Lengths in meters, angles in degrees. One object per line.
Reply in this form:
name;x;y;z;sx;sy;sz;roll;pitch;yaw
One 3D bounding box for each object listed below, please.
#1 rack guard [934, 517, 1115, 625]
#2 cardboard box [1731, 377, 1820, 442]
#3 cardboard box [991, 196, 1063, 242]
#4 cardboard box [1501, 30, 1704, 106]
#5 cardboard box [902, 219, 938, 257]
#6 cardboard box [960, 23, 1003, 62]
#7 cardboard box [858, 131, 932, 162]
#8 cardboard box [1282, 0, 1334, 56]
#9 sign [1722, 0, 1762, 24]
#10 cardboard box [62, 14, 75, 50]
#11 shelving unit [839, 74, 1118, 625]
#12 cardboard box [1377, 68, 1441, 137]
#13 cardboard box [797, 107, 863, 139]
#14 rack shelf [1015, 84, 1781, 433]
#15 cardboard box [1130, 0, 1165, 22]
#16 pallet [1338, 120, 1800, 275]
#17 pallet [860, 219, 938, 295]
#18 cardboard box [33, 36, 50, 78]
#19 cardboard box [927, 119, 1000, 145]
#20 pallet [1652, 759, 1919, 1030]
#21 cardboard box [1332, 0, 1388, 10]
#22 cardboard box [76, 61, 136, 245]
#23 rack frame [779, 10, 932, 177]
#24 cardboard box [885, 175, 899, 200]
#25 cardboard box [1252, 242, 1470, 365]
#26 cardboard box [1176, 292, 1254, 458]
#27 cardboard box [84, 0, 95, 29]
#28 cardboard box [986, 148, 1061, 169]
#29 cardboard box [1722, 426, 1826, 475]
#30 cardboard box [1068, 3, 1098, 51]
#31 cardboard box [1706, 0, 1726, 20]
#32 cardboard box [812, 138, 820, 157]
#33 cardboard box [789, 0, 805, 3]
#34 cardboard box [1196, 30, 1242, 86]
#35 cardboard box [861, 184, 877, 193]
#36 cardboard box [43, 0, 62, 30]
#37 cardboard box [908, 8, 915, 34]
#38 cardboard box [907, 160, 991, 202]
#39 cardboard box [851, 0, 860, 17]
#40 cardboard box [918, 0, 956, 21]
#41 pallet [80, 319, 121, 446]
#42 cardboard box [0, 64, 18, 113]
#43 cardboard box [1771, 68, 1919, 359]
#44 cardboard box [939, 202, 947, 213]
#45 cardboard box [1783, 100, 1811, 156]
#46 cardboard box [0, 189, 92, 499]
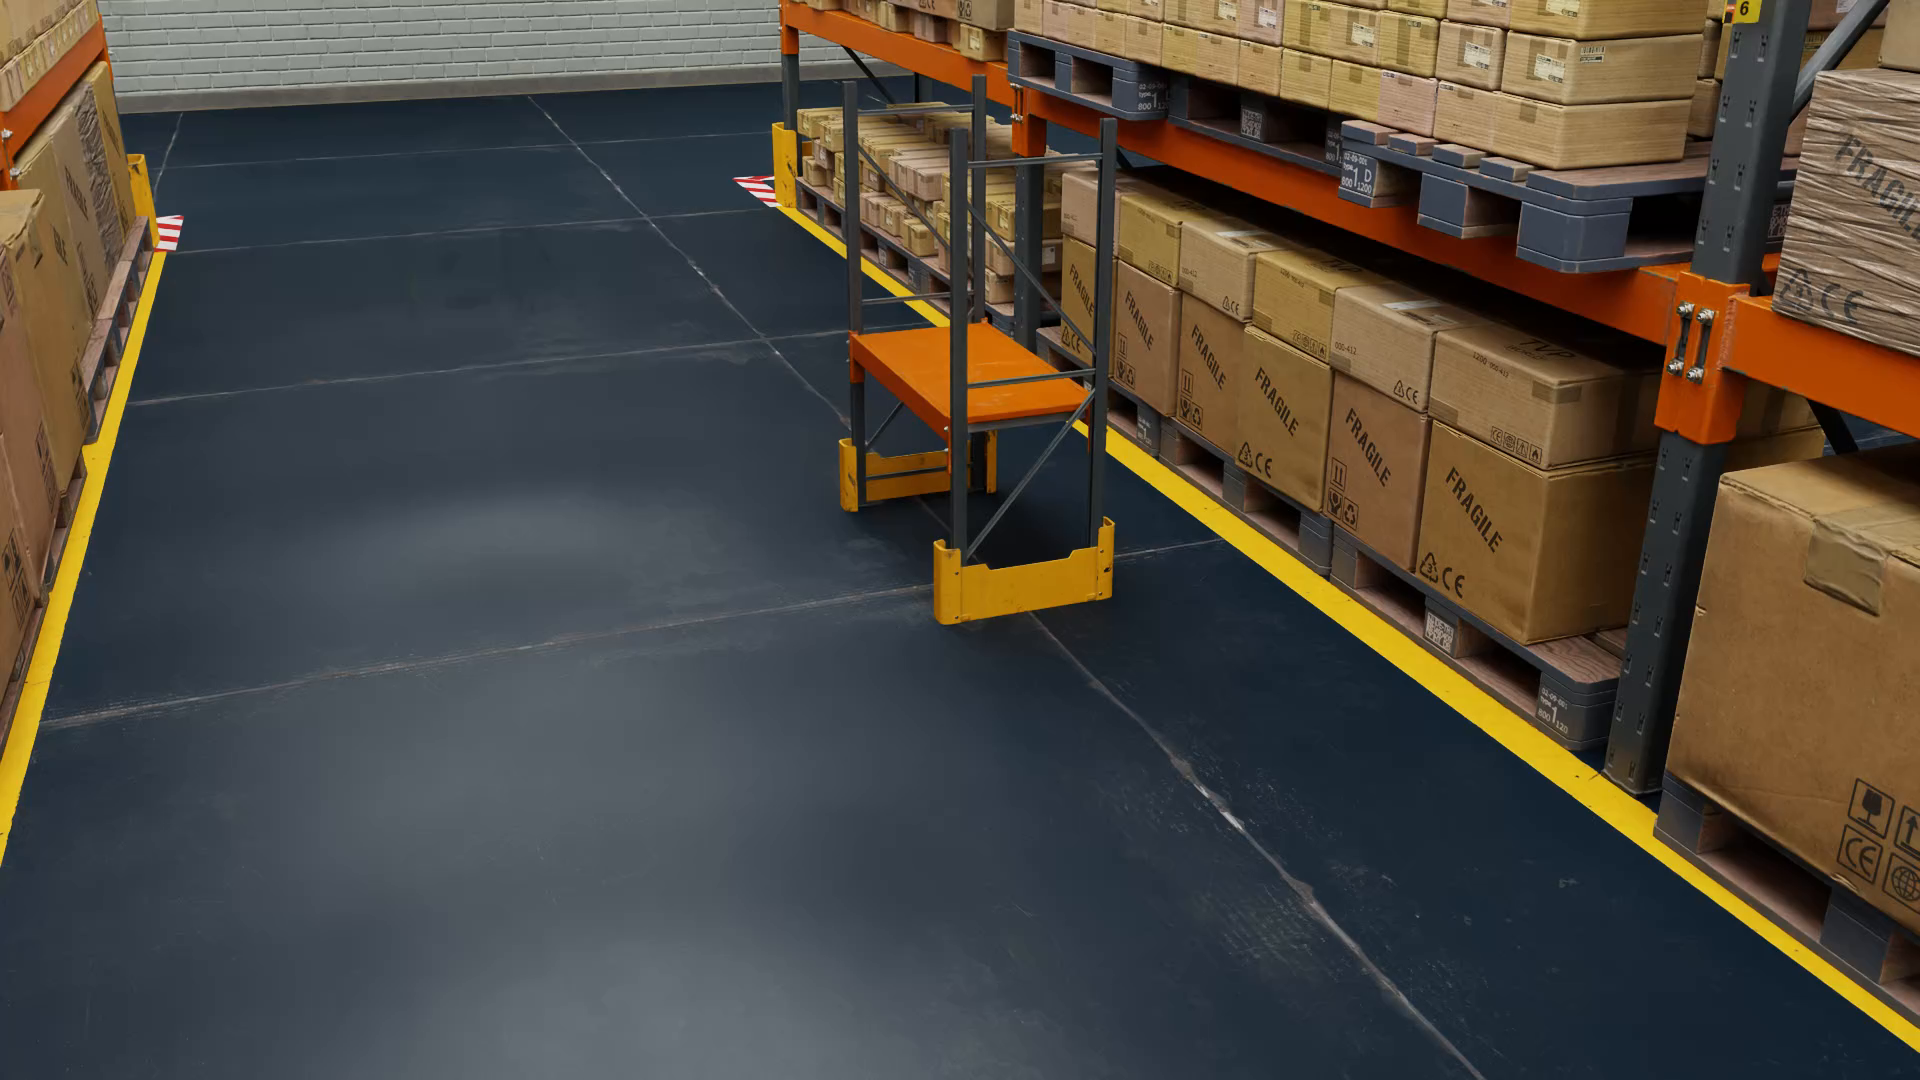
rack guard;0.203;0.093;5.206;0.587;0.250;0.087;-8;24;-19
cardboard box;2.131;-0.490;4.762;0.500;0.250;0.500;-9;25;-21
cardboard box;0.366;-1.519;7.857;0.380;0.149;0.250;-8;24;-17
cardboard box;1.548;-1.150;4.017;0.380;0.149;0.250;-8;24;-18
cardboard box;-0.088;-1.624;8.870;0.380;0.149;0.250;-8;24;-19
cardboard box;0.222;-2.306;7.684;0.380;0.149;0.250;-9;24;-20
cardboard box;-0.377;-2.269;9.635;0.380;0.149;0.250;-7;24;-17
cardboard box;1.183;-1.524;4.904;0.380;0.149;0.250;-9;24;-19
sign;1.644;-1.238;3.436;0.100;0.325;0.005;-8;24;-19
cardboard box;-4.465;-2.416;7.945;0.380;0.149;0.250;-8;24;-19
shelving unit;0.027;-0.663;5.393;0.587;1.500;1.083;-8;24;-19
cardboard box;1.367;-1.196;4.509;0.380;0.149;0.250;-8;24;-18
cardboard box;-0.811;-2.642;10.521;0.380;0.149;0.250;-10;25;-21
rack shelf;1.442;-1.214;5.694;1.077;0.370;4.000;-8;24;-19
cardboard box;0.819;-1.901;5.798;0.380;0.149;0.250;-7;24;-17
pallet;1.797;-0.974;4.447;1.213;0.211;1.003;-8;24;-19
pallet;0.030;-1.670;9.441;1.003;0.211;1.213;-8;24;-19
cardboard box;-4.105;-2.045;7.063;0.380;0.149;0.250;-9;24;-20
cardboard box;0.024;-2.443;10.048;0.380;0.149;0.250;-9;25;-21
pallet;2.356;0.763;3.667;1.003;0.211;1.213;-8;24;-19
cardboard box;1.269;-1.569;4.627;0.380;0.149;0.250;-8;24;-17
cardboard box;-5.053;-2.074;9.005;0.875;0.875;0.875;-8;24;-19
rack frame;-0.678;-3.725;10.727;1.000;3.000;0.127;-8;24;-19
cardboard box;-0.213;-2.048;9.494;0.380;0.149;0.250;-7;24;-16
cardboard box;1.308;-0.787;5.468;0.500;0.250;0.500;-8;24;-18
cardboard box;1.134;-0.628;6.056;0.500;0.500;0.500;-8;24;-18
cardboard box;-4.826;-2.787;8.825;0.380;0.149;0.250;-8;24;-18
cardboard box;0.330;-2.056;9.129;0.380;0.149;0.250;-9;25;-21
cardboard box;2.137;-0.152;4.927;0.500;0.500;0.500;-9;25;-21
cardboard box;0.632;-1.952;6.302;0.380;0.149;0.250;-8;24;-19
cardboard box;2.069;-1.462;4.374;0.380;0.149;0.250;-9;24;-20
cardboard box;-0.733;-2.517;10.606;0.380;0.149;0.250;-7;24;-17
cardboard box;-0.870;-3.447;10.389;0.380;0.149;0.250;-9;24;-19
cardboard box;0.996;-1.578;5.414;0.380;0.149;0.250;-10;25;-21
cardboard box;-0.362;-2.010;9.787;0.380;0.149;0.250;-8;24;-19
cardboard box;-4.388;-2.452;7.515;0.500;0.250;0.500;-8;24;-19
cardboard box;-0.048;-2.703;8.625;0.380;0.149;0.250;-9;24;-20
cardboard box;-0.057;-1.887;8.729;0.380;0.149;0.250;-10;25;-22
cardboard box;-0.404;-3.078;9.514;0.380;0.149;0.250;-9;24;-20
cardboard box;0.118;-2.781;7.974;0.500;0.500;0.500;-9;24;-20
pallet;-4.136;-0.630;6.973;1.003;0.211;1.213;-8;24;-19
cardboard box;-3.734;-1.665;6.163;0.380;0.149;0.250;-8;24;-19
cardboard box;2.054;-0.664;3.336;0.500;0.500;0.500;-8;24;-18
cardboard box;0.111;-1.656;8.563;0.380;0.149;0.250;-8;24;-19
cardboard box;2.179;-1.087;4.249;0.380;0.149;0.250;-9;24;-20
cardboard box;-3.696;-0.613;5.537;1.225;0.875;0.875;-8;24;-19
